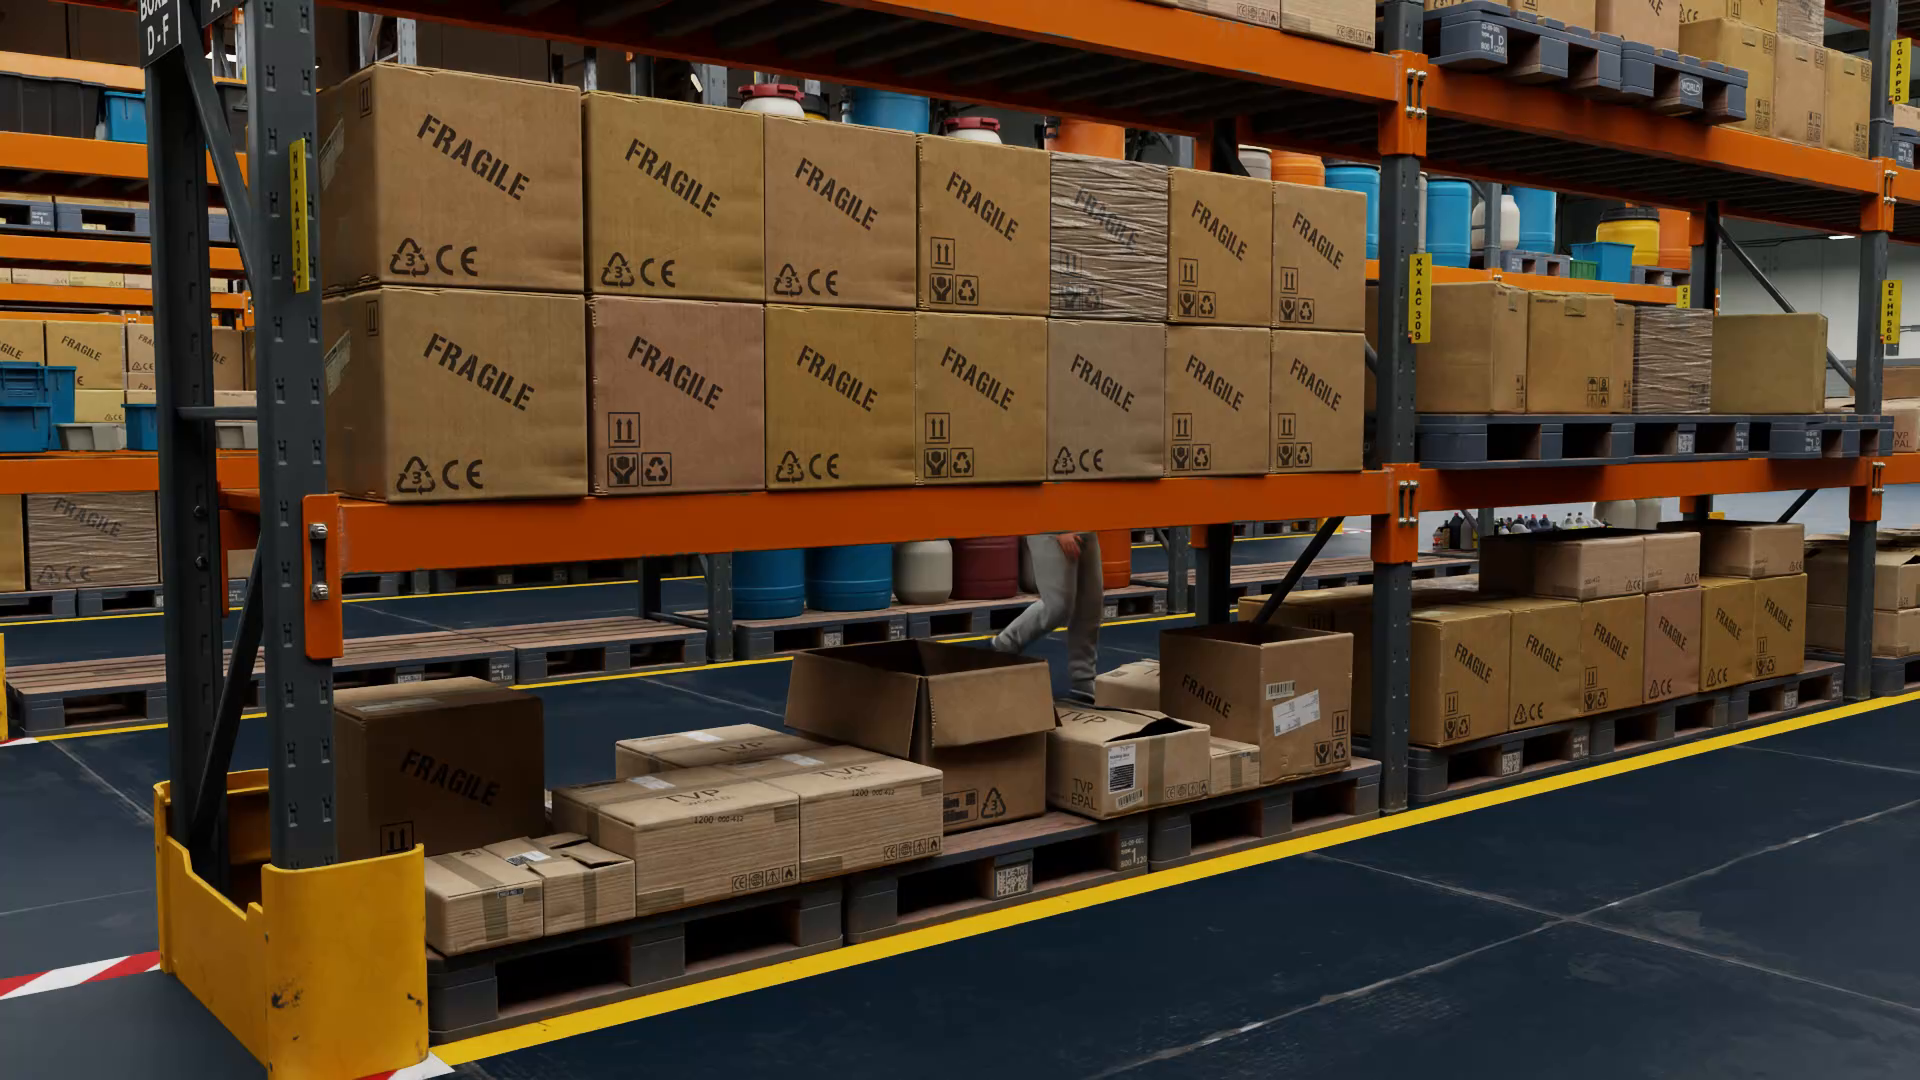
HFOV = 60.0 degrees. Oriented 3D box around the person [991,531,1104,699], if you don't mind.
[{"bbox_3d":[0.534,-0.037,8.819,0.725,1.735,0.548,3,5,37],"label":"person"}]
